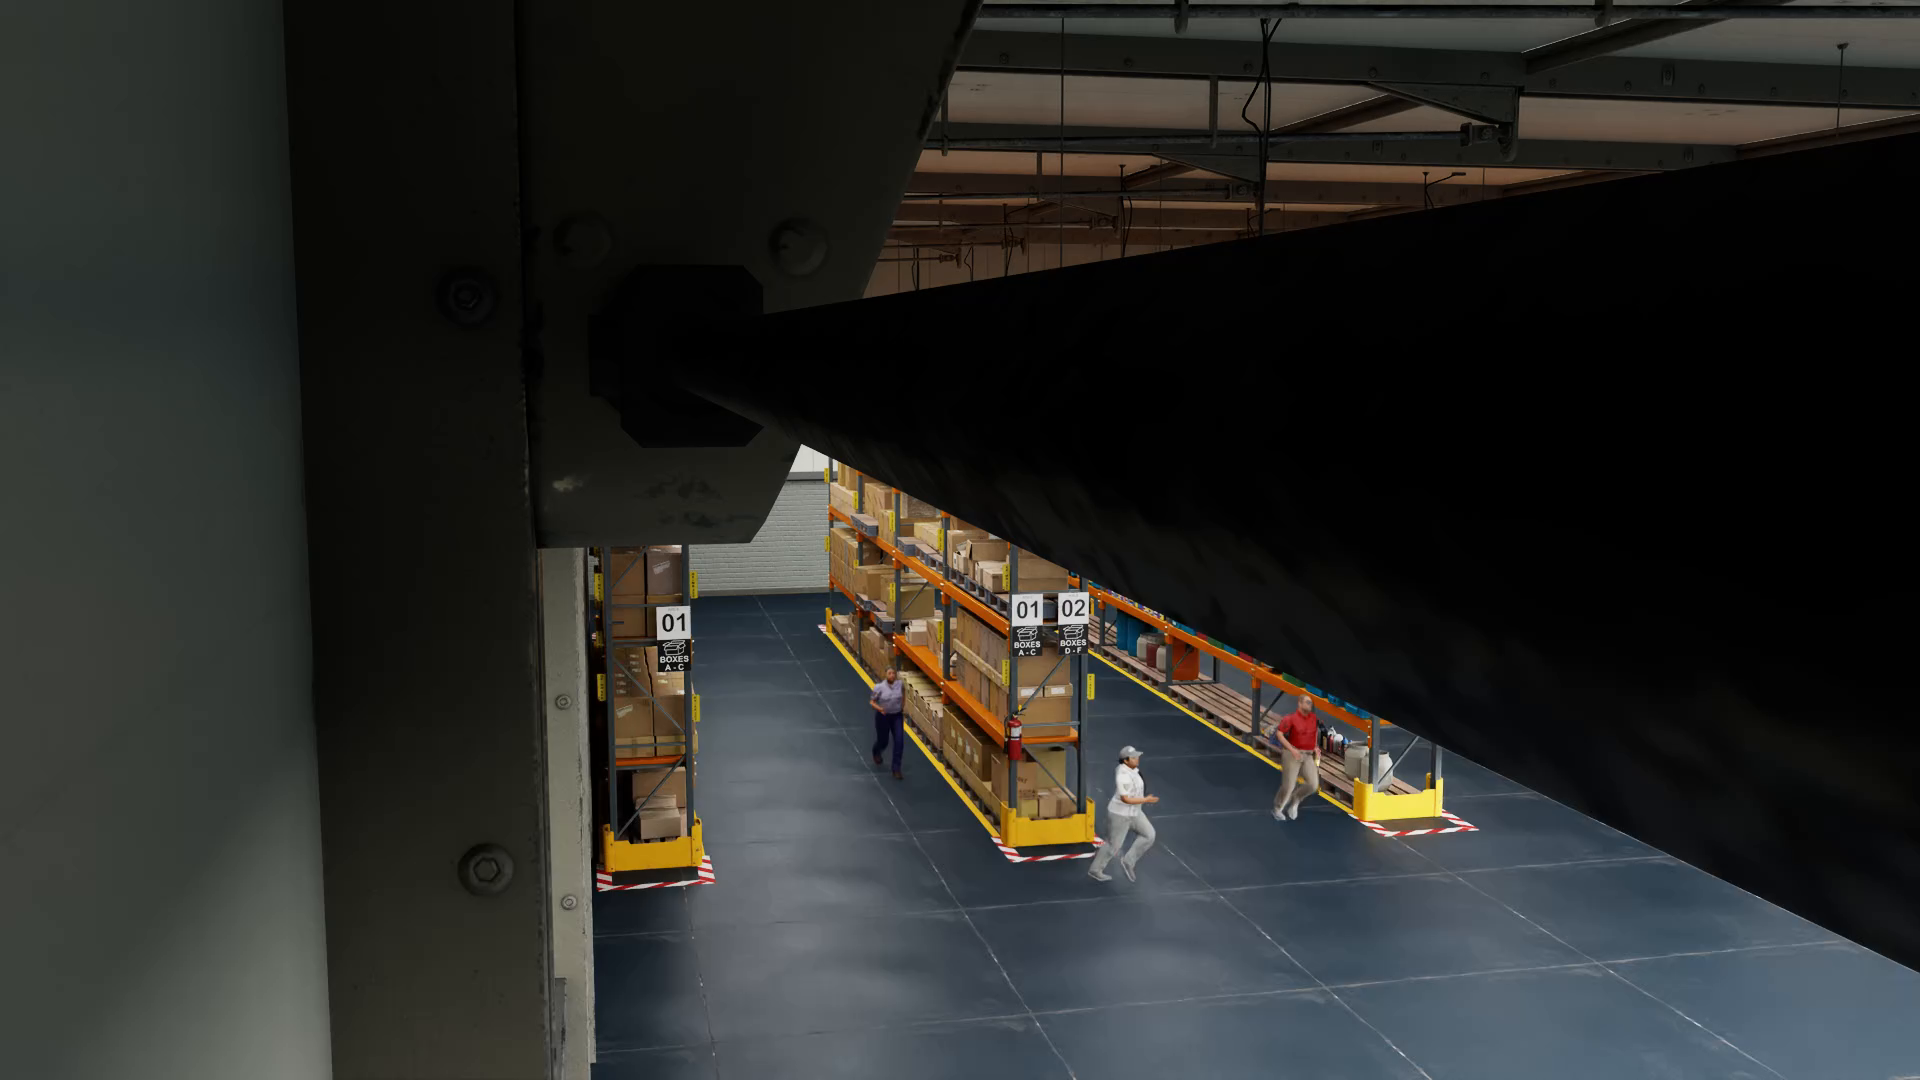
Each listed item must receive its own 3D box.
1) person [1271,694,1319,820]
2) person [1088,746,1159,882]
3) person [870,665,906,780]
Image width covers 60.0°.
[{"bbox_3d":[4.534,2.885,22.084,0.723,1.674,0.585,-3,7,-24],"label":"person"},{"bbox_3d":[1.941,3.204,19.466,0.828,1.646,0.618,3,7,25],"label":"person"},{"bbox_3d":[-1.053,2.635,24.448,0.593,1.647,0.867,-2,7,-19],"label":"person"}]
